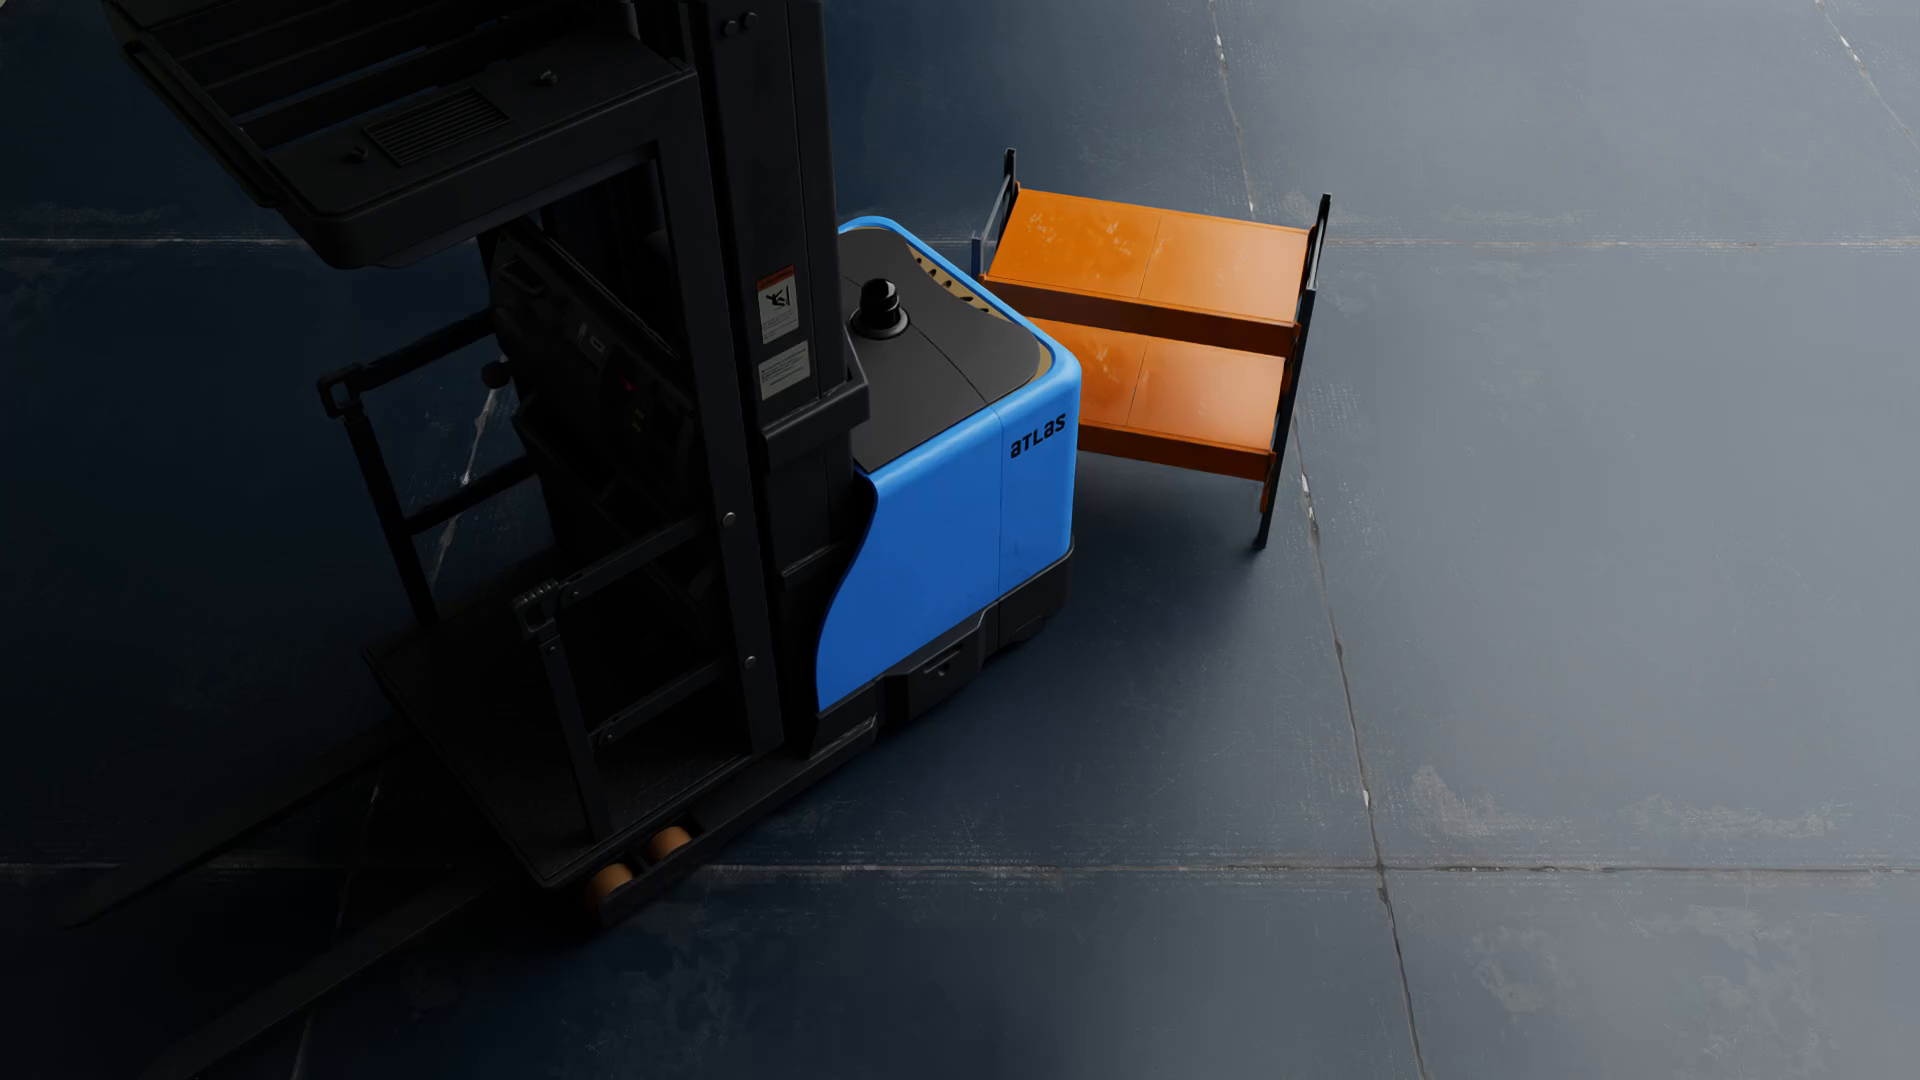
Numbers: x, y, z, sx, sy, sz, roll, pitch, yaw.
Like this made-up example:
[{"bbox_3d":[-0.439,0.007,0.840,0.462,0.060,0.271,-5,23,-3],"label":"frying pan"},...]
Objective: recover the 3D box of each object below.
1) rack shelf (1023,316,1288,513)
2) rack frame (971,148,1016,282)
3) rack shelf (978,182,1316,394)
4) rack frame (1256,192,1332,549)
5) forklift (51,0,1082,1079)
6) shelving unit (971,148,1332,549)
[{"bbox_3d":[0.602,-0.454,5.739,1.000,0.278,0.538,10,48,9],"label":"rack shelf"},{"bbox_3d":[0.108,-0.711,5.643,0.032,1.125,0.500,10,48,9],"label":"rack frame"},{"bbox_3d":[0.602,-0.821,5.345,1.000,0.278,0.538,10,48,9],"label":"rack shelf"},{"bbox_3d":[1.095,-0.531,5.476,0.032,1.125,0.500,10,48,9],"label":"rack frame"},{"bbox_3d":[-1.087,-0.356,4.079,3.031,2.935,1.130,-32,55,-26],"label":"forklift"},{"bbox_3d":[0.602,-0.621,5.560,1.048,1.125,0.538,10,48,9],"label":"shelving unit"}]
